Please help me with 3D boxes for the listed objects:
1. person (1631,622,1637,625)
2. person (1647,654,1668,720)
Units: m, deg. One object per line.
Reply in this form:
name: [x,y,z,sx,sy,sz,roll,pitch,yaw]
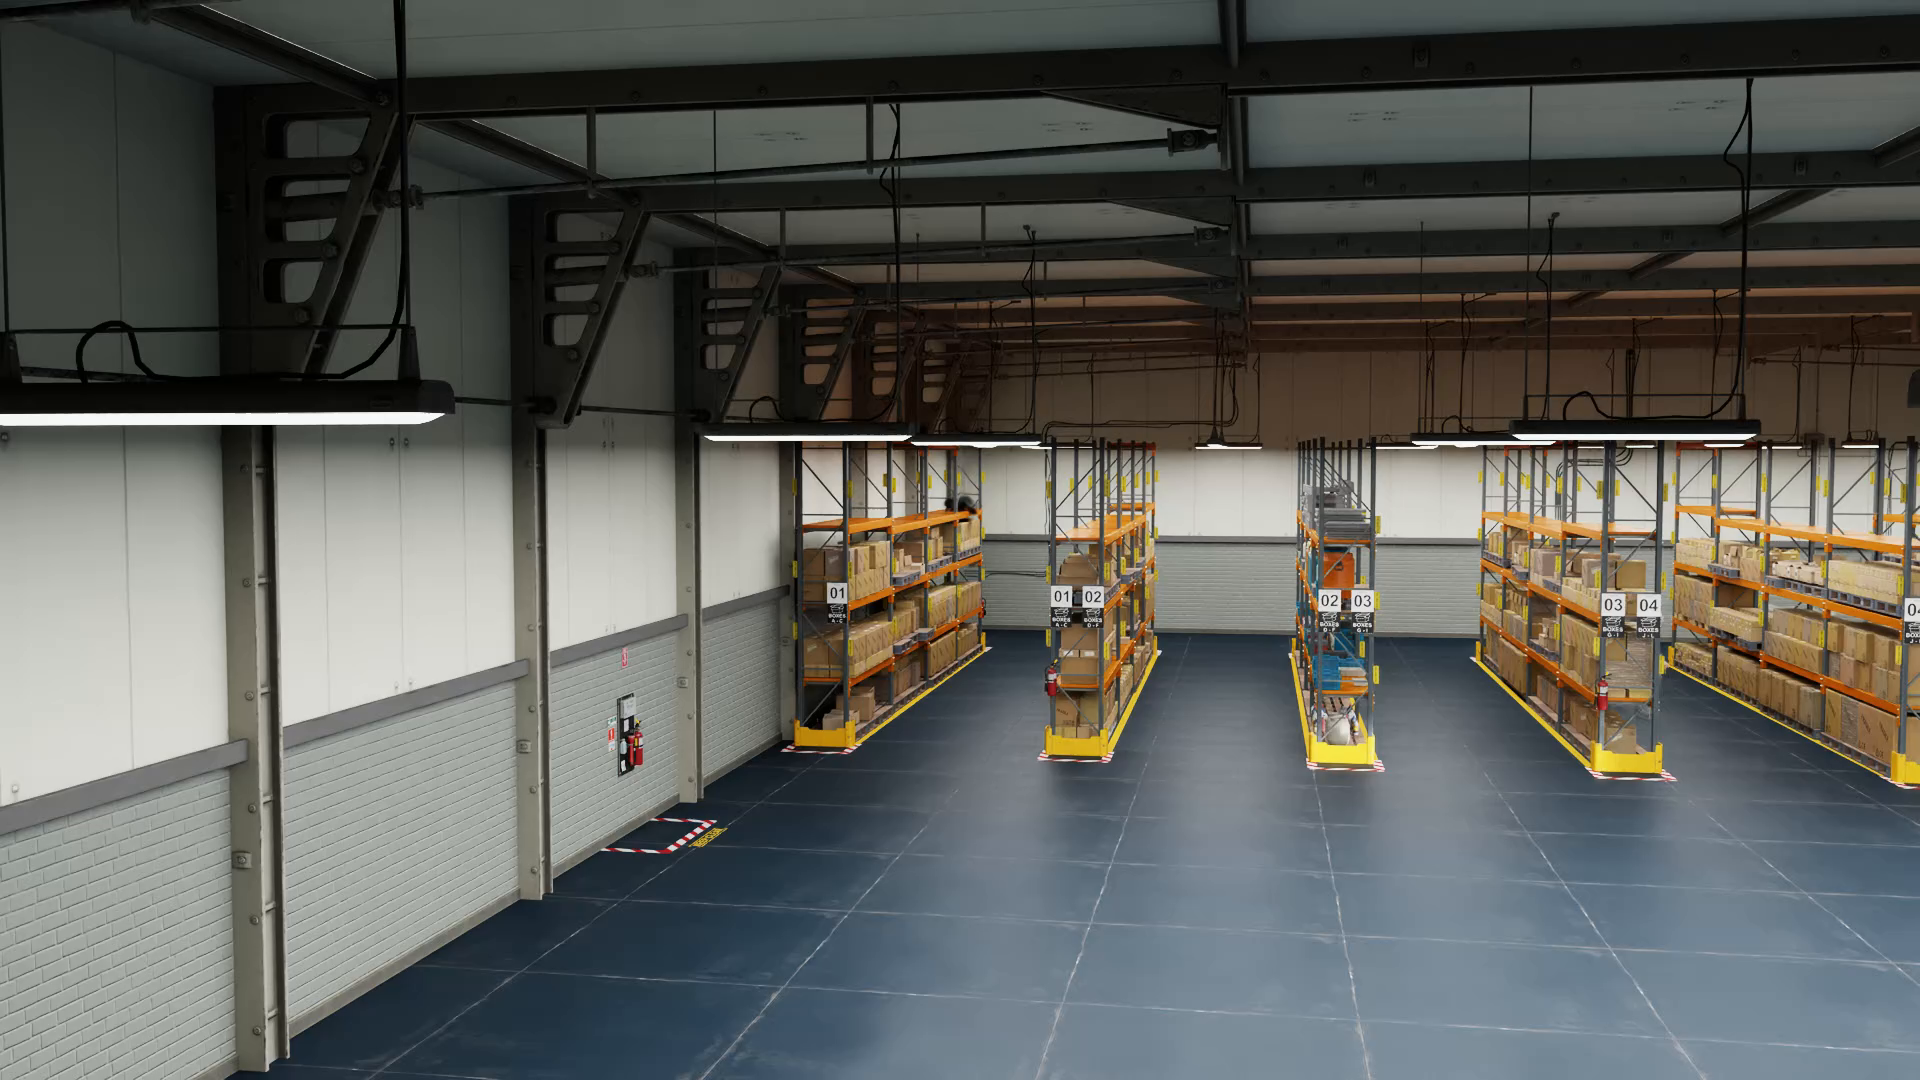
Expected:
person: [17.622,2.595,43.558,0.587,1.689,0.757,1,3,11]
person: [14.910,3.015,35.810,0.600,1.671,0.766,1,3,15]
